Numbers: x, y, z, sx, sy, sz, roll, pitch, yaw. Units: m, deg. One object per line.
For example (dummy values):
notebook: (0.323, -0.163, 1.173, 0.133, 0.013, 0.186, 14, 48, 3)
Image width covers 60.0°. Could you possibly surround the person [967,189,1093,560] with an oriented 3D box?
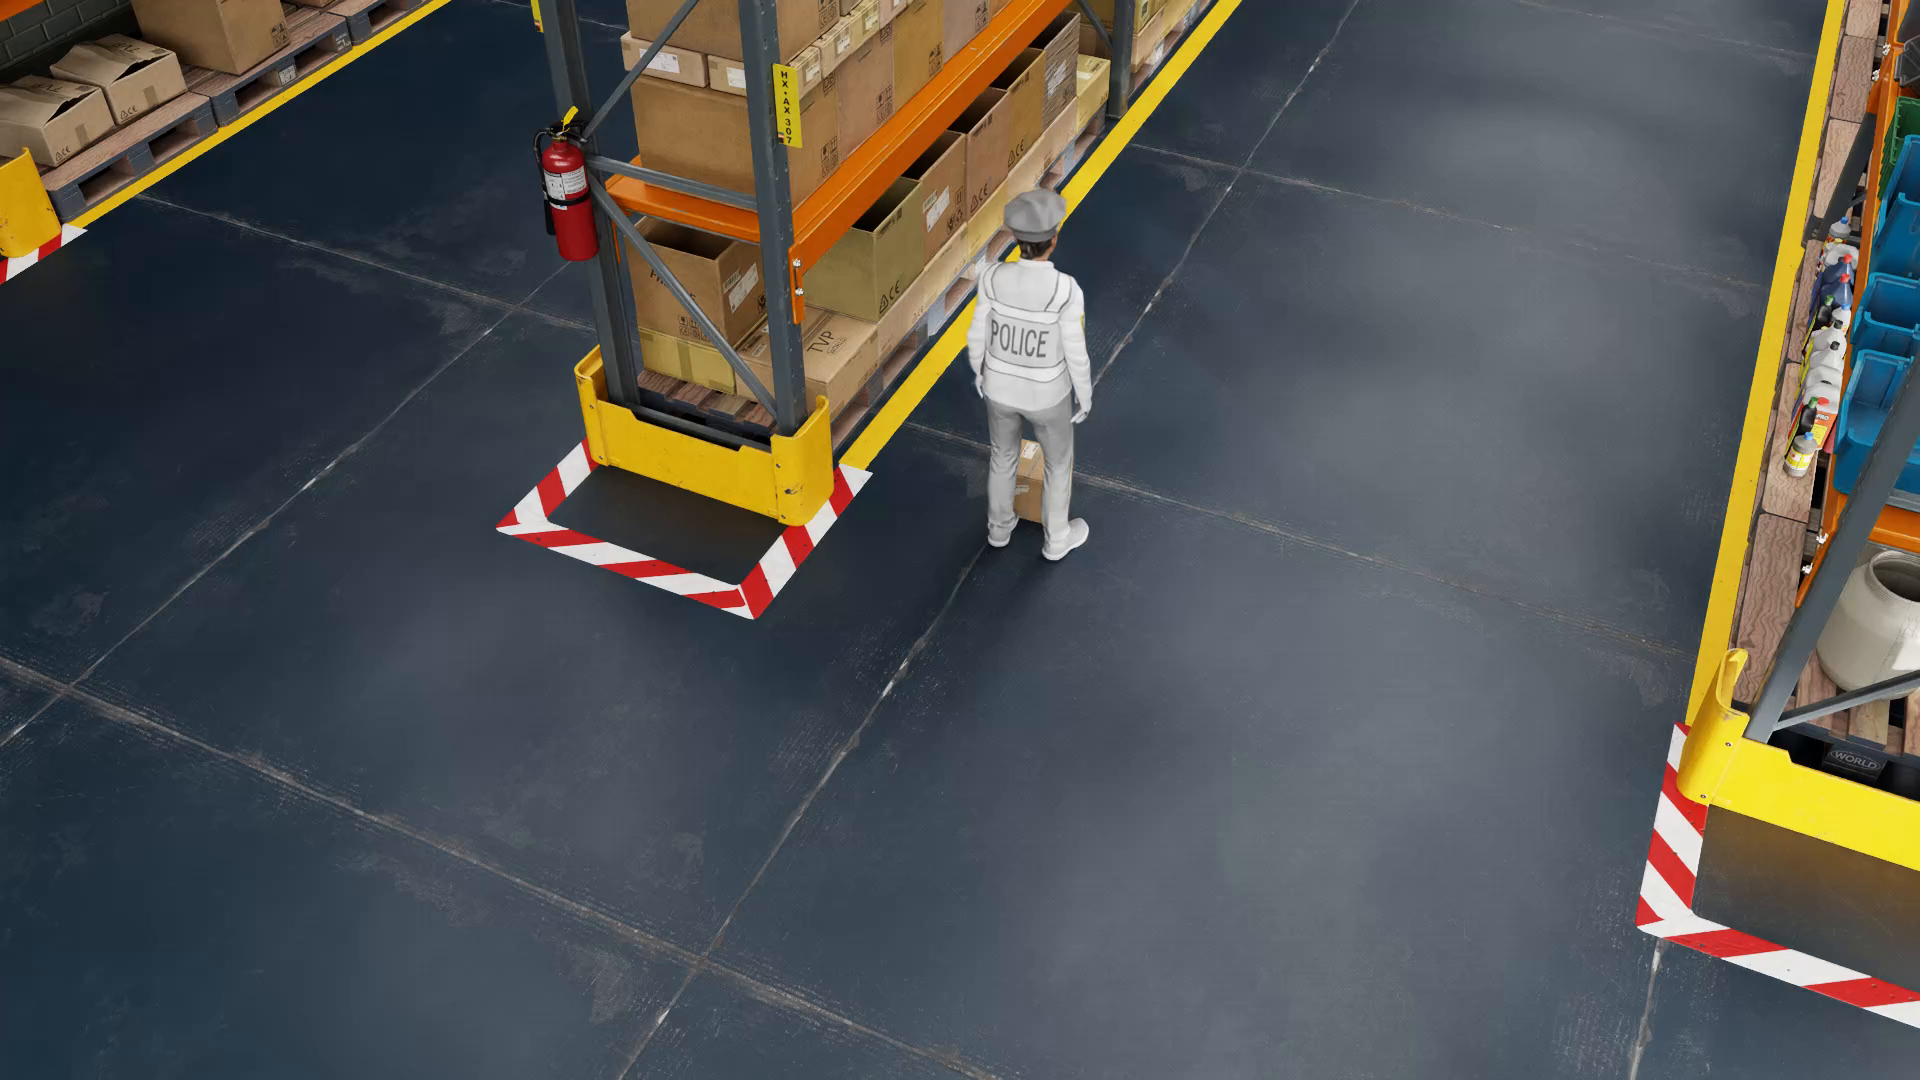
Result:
person: (0.288, -0.627, 6.847, 0.529, 1.663, 0.371, 16, 45, 17)
